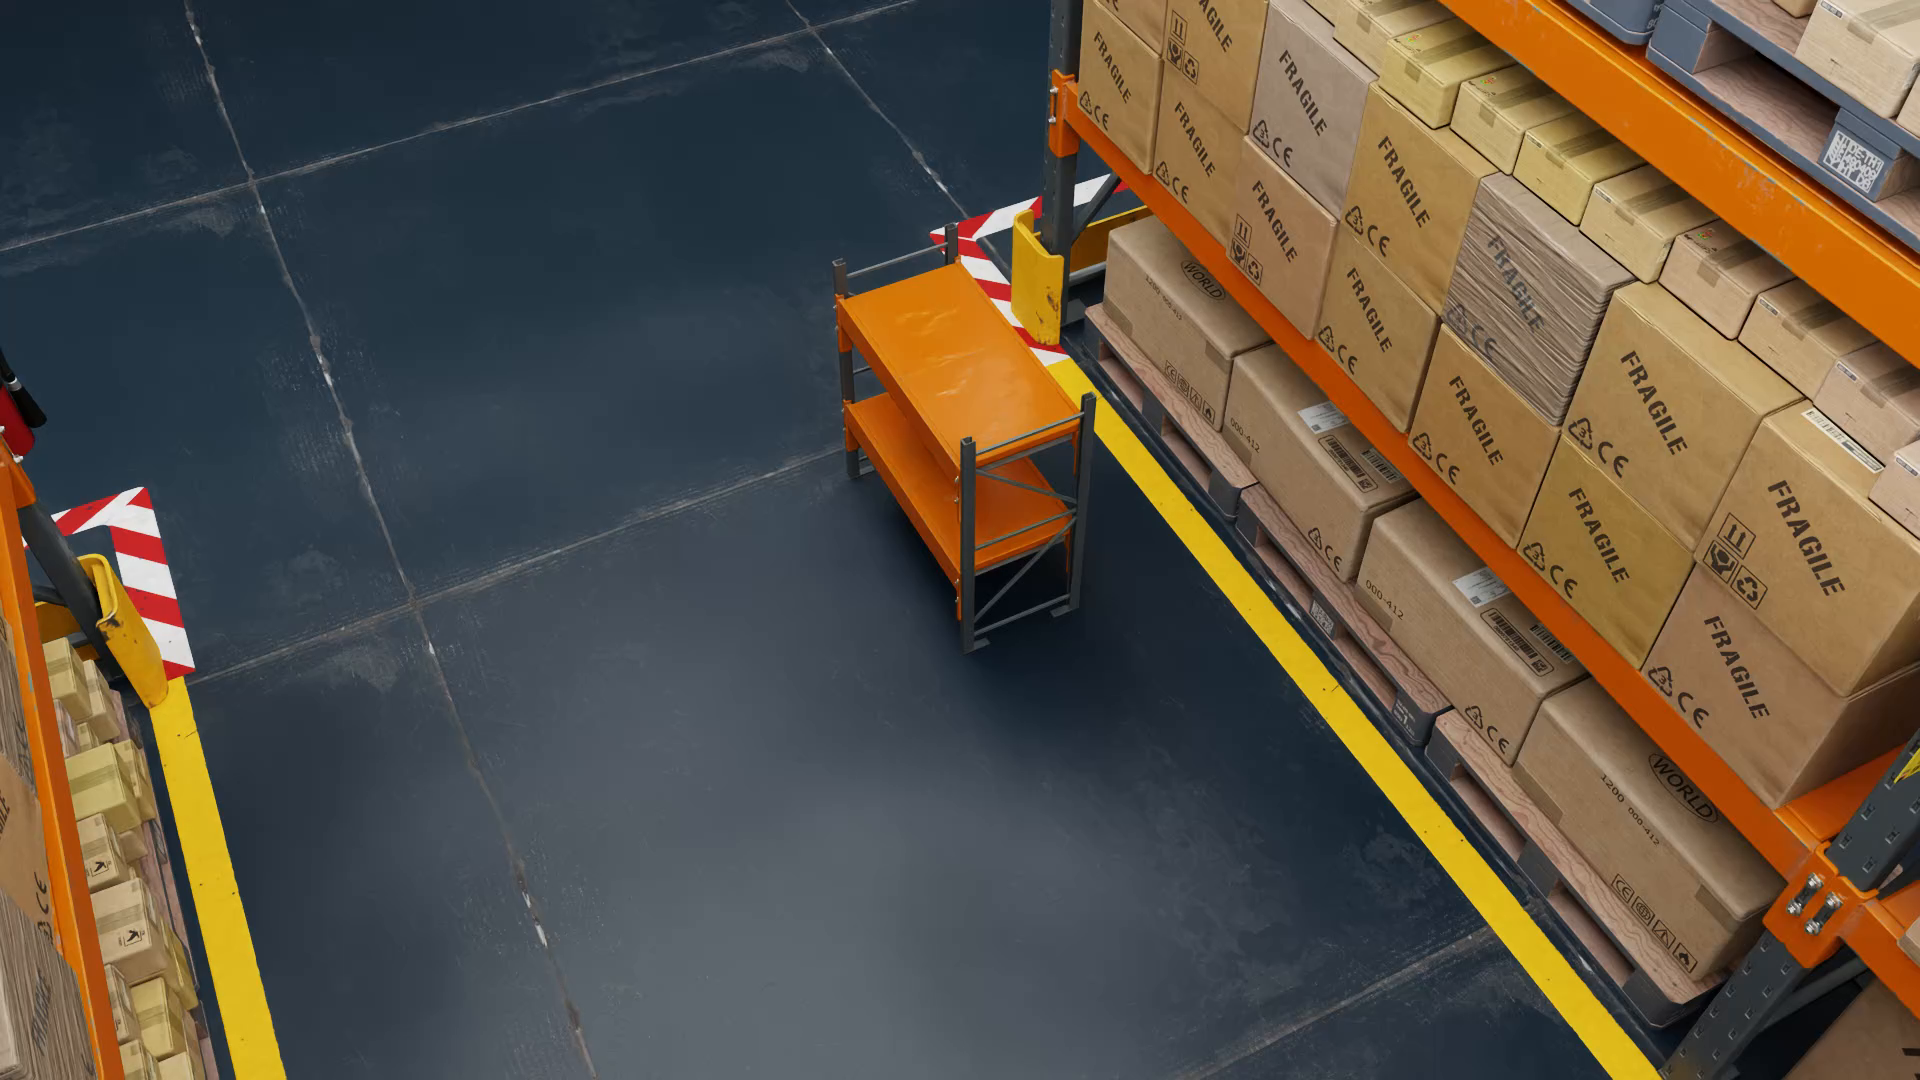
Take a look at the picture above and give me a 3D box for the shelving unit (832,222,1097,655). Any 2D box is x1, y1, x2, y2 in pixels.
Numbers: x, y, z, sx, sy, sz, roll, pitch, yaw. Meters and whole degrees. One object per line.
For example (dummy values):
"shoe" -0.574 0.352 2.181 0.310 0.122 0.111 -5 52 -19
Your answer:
"shelving unit" -0.003 -0.375 6.223 0.538 1.125 1.048 -21 52 -18

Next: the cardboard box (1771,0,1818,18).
"cardboard box" 2.002 -1.540 3.590 0.797 0.503 0.637 -17 51 -15

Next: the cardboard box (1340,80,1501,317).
"cardboard box" 1.498 -1.057 4.844 0.500 0.500 0.500 -21 52 -17

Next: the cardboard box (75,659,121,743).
"cardboard box" -3.043 0.597 5.545 0.380 0.149 0.250 -22 53 -18

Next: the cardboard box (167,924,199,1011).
"cardboard box" -2.562 1.374 5.063 0.380 0.149 0.250 -23 53 -19

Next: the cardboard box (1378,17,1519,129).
"cardboard box" 1.406 -1.323 4.646 0.380 0.149 0.250 -22 52 -18

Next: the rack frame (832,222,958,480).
"rack frame" -0.236 -0.715 6.521 0.500 1.125 0.032 -21 52 -18

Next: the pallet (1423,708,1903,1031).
"pallet" 2.369 0.926 5.692 1.003 0.211 1.213 -21 52 -18

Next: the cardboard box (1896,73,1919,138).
"cardboard box" 2.071 -0.888 3.177 0.396 0.266 0.258 -20 52 -16

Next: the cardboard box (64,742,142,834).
"cardboard box" -2.775 0.829 5.145 0.380 0.149 0.250 -22 52 -18

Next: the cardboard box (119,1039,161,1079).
"cardboard box" -2.373 1.564 4.501 0.380 0.149 0.250 -21 52 -17

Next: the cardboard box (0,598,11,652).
"cardboard box" -2.872 0.067 4.327 0.500 0.500 0.500 -22 52 -18

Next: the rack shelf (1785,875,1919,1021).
"rack shelf" 3.563 2.119 3.274 1.077 0.370 4.000 -21 52 -18

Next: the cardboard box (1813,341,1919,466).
"cardboard box" 2.200 -0.342 3.787 0.380 0.149 0.250 -20 52 -17

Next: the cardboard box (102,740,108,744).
"cardboard box" -3.111 0.720 5.635 0.380 0.149 0.250 -20 52 -17

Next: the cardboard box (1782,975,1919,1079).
"cardboard box" 3.003 1.493 4.477 0.875 0.875 0.875 -20 52 -16

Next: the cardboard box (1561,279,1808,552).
"cardboard box" 1.961 -0.381 4.253 0.500 0.500 0.500 -22 52 -18

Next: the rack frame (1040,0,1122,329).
"rack frame" 0.817 -2.133 6.516 1.000 3.000 0.127 -21 52 -18

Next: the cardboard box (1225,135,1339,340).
"cardboard box" 1.255 -1.070 5.520 0.500 0.500 0.500 -21 52 -18

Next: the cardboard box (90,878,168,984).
"cardboard box" -2.540 1.184 4.834 0.380 0.149 0.250 -19 52 -16

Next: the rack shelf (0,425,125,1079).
"rack shelf" -2.623 1.215 4.065 1.077 0.370 4.000 -21 52 -18

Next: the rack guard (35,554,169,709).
"rack guard" -3.503 0.513 5.862 1.175 0.500 0.348 -21 52 -18

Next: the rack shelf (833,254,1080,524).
"rack shelf" -0.003 -0.568 6.003 0.538 0.278 1.000 -21 52 -18

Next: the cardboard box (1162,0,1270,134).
"cardboard box" 1.026 -1.732 5.434 0.500 0.500 0.500 -22 53 -18

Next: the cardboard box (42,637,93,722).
"cardboard box" -3.070 0.511 5.423 0.380 0.149 0.250 -21 52 -17

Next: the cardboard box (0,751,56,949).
"cardboard box" -2.413 0.741 3.738 0.500 0.500 0.500 -19 51 -16

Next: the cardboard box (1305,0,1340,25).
"cardboard box" 1.237 -1.684 4.961 0.380 0.149 0.250 -21 52 -17

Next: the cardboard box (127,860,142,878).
"cardboard box" -2.859 1.064 5.334 0.380 0.149 0.250 -21 52 -18

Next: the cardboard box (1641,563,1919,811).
"cardboard box" 2.208 0.289 4.331 0.500 0.500 0.500 -21 52 -17

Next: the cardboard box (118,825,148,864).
"cardboard box" -2.803 0.944 5.242 0.380 0.149 0.250 -23 53 -19

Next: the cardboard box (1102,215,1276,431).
"cardboard box" 1.208 -1.021 6.966 0.875 0.438 0.875 -23 53 -19

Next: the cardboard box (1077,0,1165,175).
"cardboard box" 0.782 -1.746 6.110 0.500 0.500 0.500 -22 52 -18

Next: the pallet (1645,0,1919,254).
"pallet" 2.283 -0.965 3.560 1.003 0.211 1.213 -21 52 -18

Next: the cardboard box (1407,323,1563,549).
"cardboard box" 1.725 -0.385 4.920 0.500 0.500 0.500 -22 52 -18

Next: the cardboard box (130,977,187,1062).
"cardboard box" -2.454 1.464 4.787 0.380 0.149 0.250 -19 51 -16

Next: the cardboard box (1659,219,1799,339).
"cardboard box" 1.962 -0.675 4.079 0.380 0.149 0.250 -22 52 -18

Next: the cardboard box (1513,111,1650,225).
"cardboard box" 1.695 -1.005 4.368 0.380 0.149 0.250 -22 52 -18

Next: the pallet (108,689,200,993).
"pallet" -3.163 1.164 5.484 1.003 0.211 1.213 -21 52 -18

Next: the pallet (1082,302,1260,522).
"pallet" 1.253 -0.707 7.121 1.003 0.211 1.213 -21 52 -18

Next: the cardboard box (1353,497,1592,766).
"cardboard box" 2.046 0.193 5.904 0.875 0.438 0.875 -23 53 -19
